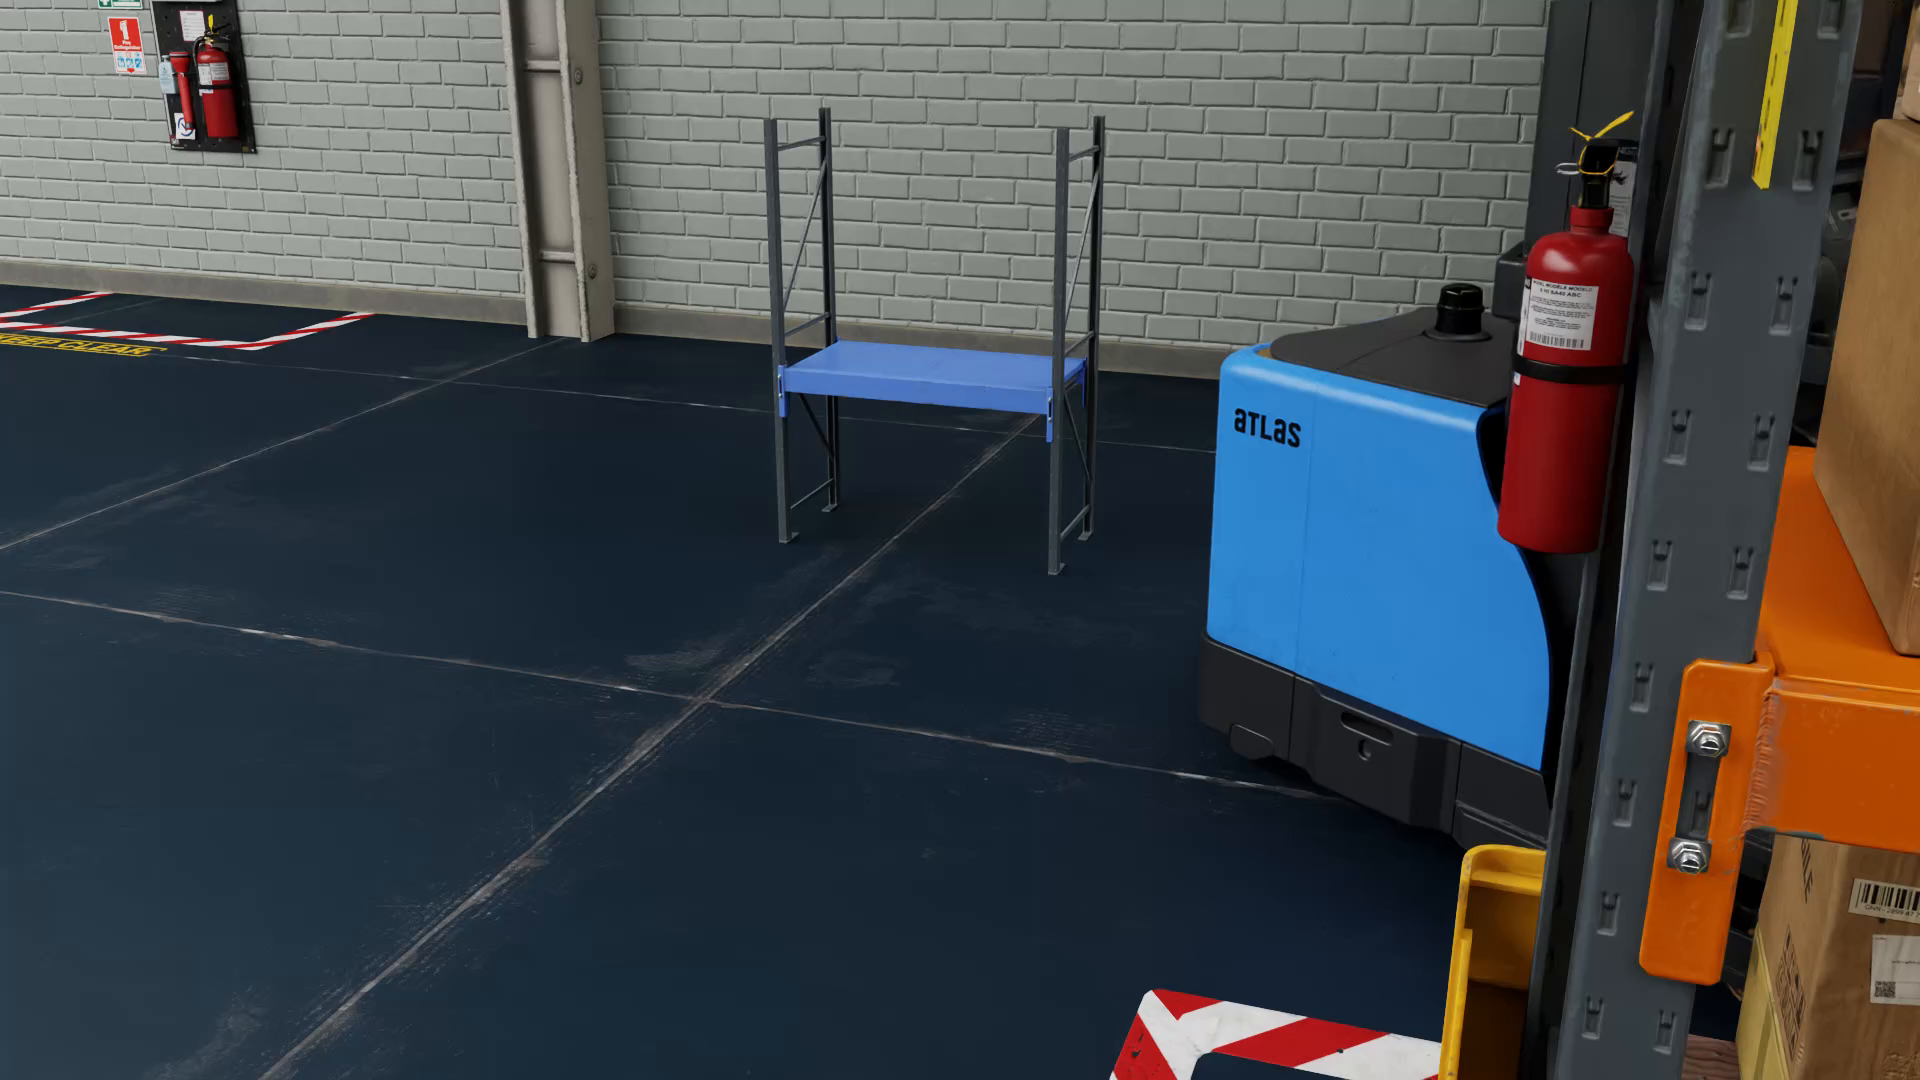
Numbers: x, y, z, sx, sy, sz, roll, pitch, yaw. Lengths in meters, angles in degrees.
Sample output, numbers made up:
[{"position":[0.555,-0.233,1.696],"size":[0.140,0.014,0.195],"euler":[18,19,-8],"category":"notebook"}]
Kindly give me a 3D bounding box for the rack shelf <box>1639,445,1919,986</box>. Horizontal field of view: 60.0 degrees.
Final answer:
[{"position":[2.798,0.355,1.593],"size":[4.000,0.370,1.077],"euler":[7,20,18],"category":"rack shelf"}]

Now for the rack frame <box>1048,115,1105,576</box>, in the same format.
[{"position":[0.400,-0.663,5.698],"size":[0.032,1.500,0.500],"euler":[7,20,18],"category":"rack frame"}]

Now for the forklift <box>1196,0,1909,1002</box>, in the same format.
[{"position":[1.961,-0.570,3.260],"size":[1.130,2.935,3.031],"euler":[-15,24,-37],"category":"forklift"}]

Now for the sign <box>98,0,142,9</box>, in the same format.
[{"position":[-5.001,-3.217,9.889],"size":[0.331,0.109,0.001],"euler":[7,20,18],"category":"sign"}]

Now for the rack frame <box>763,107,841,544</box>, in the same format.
[{"position":[-0.561,-0.772,6.013],"size":[0.032,1.500,0.500],"euler":[7,20,18],"category":"rack frame"}]

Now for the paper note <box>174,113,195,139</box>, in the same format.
[{"position":[-4.658,-2.486,9.989],"size":[0.142,0.148,0.016],"euler":[7,20,18],"category":"paper note"}]

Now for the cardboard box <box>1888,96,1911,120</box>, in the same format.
[{"position":[3.383,-1.477,5.953],"size":[0.500,0.250,0.500],"euler":[6,20,16],"category":"cardboard box"}]

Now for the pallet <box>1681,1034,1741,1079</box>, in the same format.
[{"position":[1.645,1.186,2.354],"size":[1.213,0.211,1.003],"euler":[7,20,18],"category":"pallet"}]

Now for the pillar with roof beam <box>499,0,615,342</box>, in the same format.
[{"position":[-3.605,-4.077,4.101],"size":[0.400,9.000,9.100],"euler":[7,20,18],"category":"pillar with roof beam"}]

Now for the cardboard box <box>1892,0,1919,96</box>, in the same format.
[{"position":[3.347,-1.832,5.834],"size":[0.500,0.500,0.500],"euler":[7,20,18],"category":"cardboard box"}]

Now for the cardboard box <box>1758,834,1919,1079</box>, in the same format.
[{"position":[1.513,0.511,2.454],"size":[0.500,0.500,0.500],"euler":[7,20,18],"category":"cardboard box"}]

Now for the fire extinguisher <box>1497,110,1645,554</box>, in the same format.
[{"position":[0.949,-0.321,2.558],"size":[0.183,0.674,0.296],"euler":[7,20,18],"category":"fire extinguisher"}]

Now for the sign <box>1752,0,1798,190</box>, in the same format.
[{"position":[0.721,-0.475,1.446],"size":[0.005,0.325,0.100],"euler":[7,20,18],"category":"sign"}]

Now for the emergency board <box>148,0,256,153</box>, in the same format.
[{"position":[-4.514,-2.861,9.728],"size":[0.643,1.169,0.194],"euler":[7,20,18],"category":"emergency board"}]

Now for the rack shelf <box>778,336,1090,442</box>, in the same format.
[{"position":[-0.081,-0.548,5.915],"size":[1.000,0.185,0.538],"euler":[7,20,18],"category":"rack shelf"}]

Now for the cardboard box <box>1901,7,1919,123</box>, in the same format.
[{"position":[1.332,-0.572,2.023],"size":[0.250,0.149,0.380],"euler":[6,20,17],"category":"cardboard box"}]

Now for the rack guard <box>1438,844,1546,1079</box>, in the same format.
[{"position":[0.886,0.977,2.513],"size":[0.348,0.500,1.175],"euler":[7,20,18],"category":"rack guard"}]

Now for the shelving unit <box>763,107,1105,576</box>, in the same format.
[{"position":[-0.081,-0.717,5.856],"size":[1.048,1.500,0.538],"euler":[7,20,18],"category":"shelving unit"}]

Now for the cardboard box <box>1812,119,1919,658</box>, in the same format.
[{"position":[1.345,-0.193,1.922],"size":[0.500,0.500,0.700],"euler":[7,20,18],"category":"cardboard box"}]

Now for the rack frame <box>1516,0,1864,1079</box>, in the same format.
[{"position":[0.910,-0.202,2.097],"size":[0.053,2.616,0.949],"euler":[7,20,18],"category":"rack frame"}]

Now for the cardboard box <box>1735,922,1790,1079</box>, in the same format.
[{"position":[1.512,0.866,2.575],"size":[0.500,0.250,0.500],"euler":[7,20,18],"category":"cardboard box"}]

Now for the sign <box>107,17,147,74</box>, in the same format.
[{"position":[-5.002,-2.970,9.985],"size":[0.234,0.329,0.001],"euler":[7,20,18],"category":"sign"}]
